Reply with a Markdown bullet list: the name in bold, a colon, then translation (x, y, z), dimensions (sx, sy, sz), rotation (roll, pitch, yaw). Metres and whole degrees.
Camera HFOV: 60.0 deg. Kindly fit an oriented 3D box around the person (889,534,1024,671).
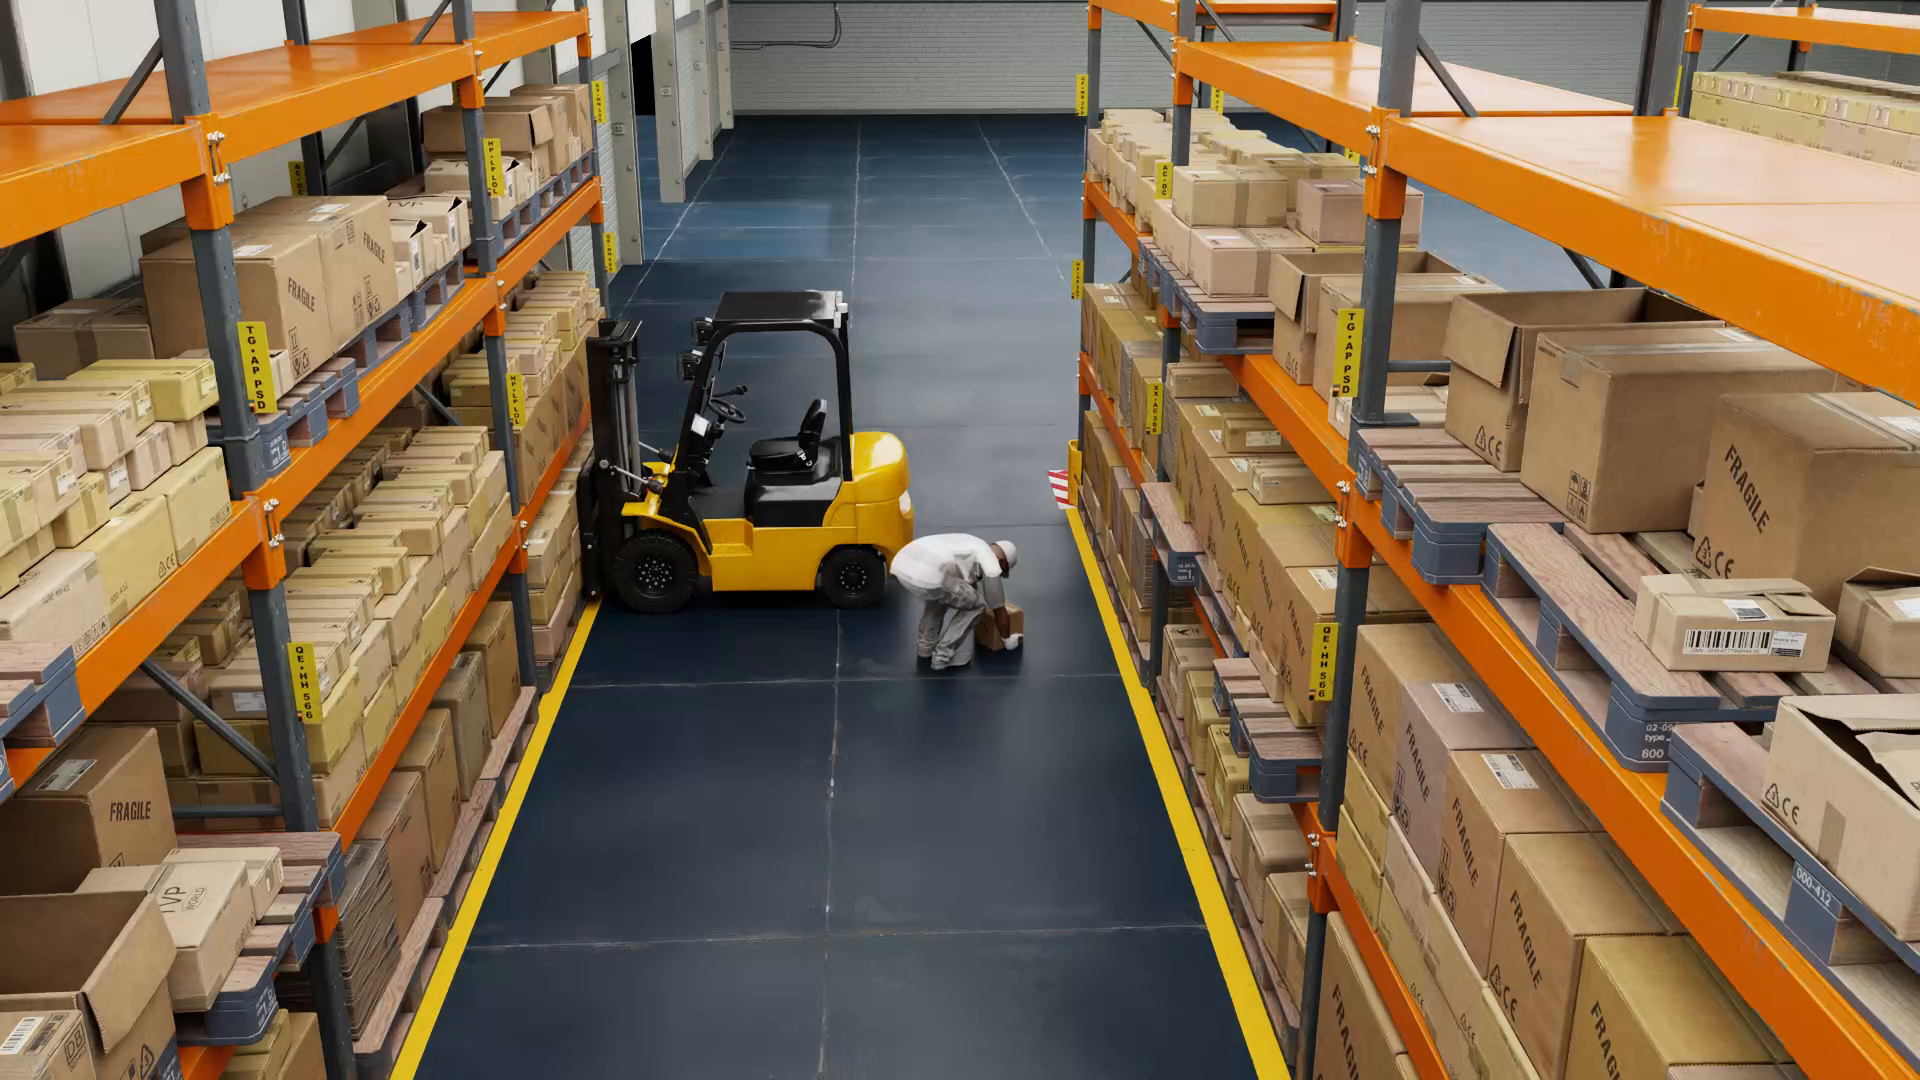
- **person**: translation (-0.013, 0.371, 11.353), dimensions (0.988, 0.906, 0.531), rotation (-15, 25, -35)
